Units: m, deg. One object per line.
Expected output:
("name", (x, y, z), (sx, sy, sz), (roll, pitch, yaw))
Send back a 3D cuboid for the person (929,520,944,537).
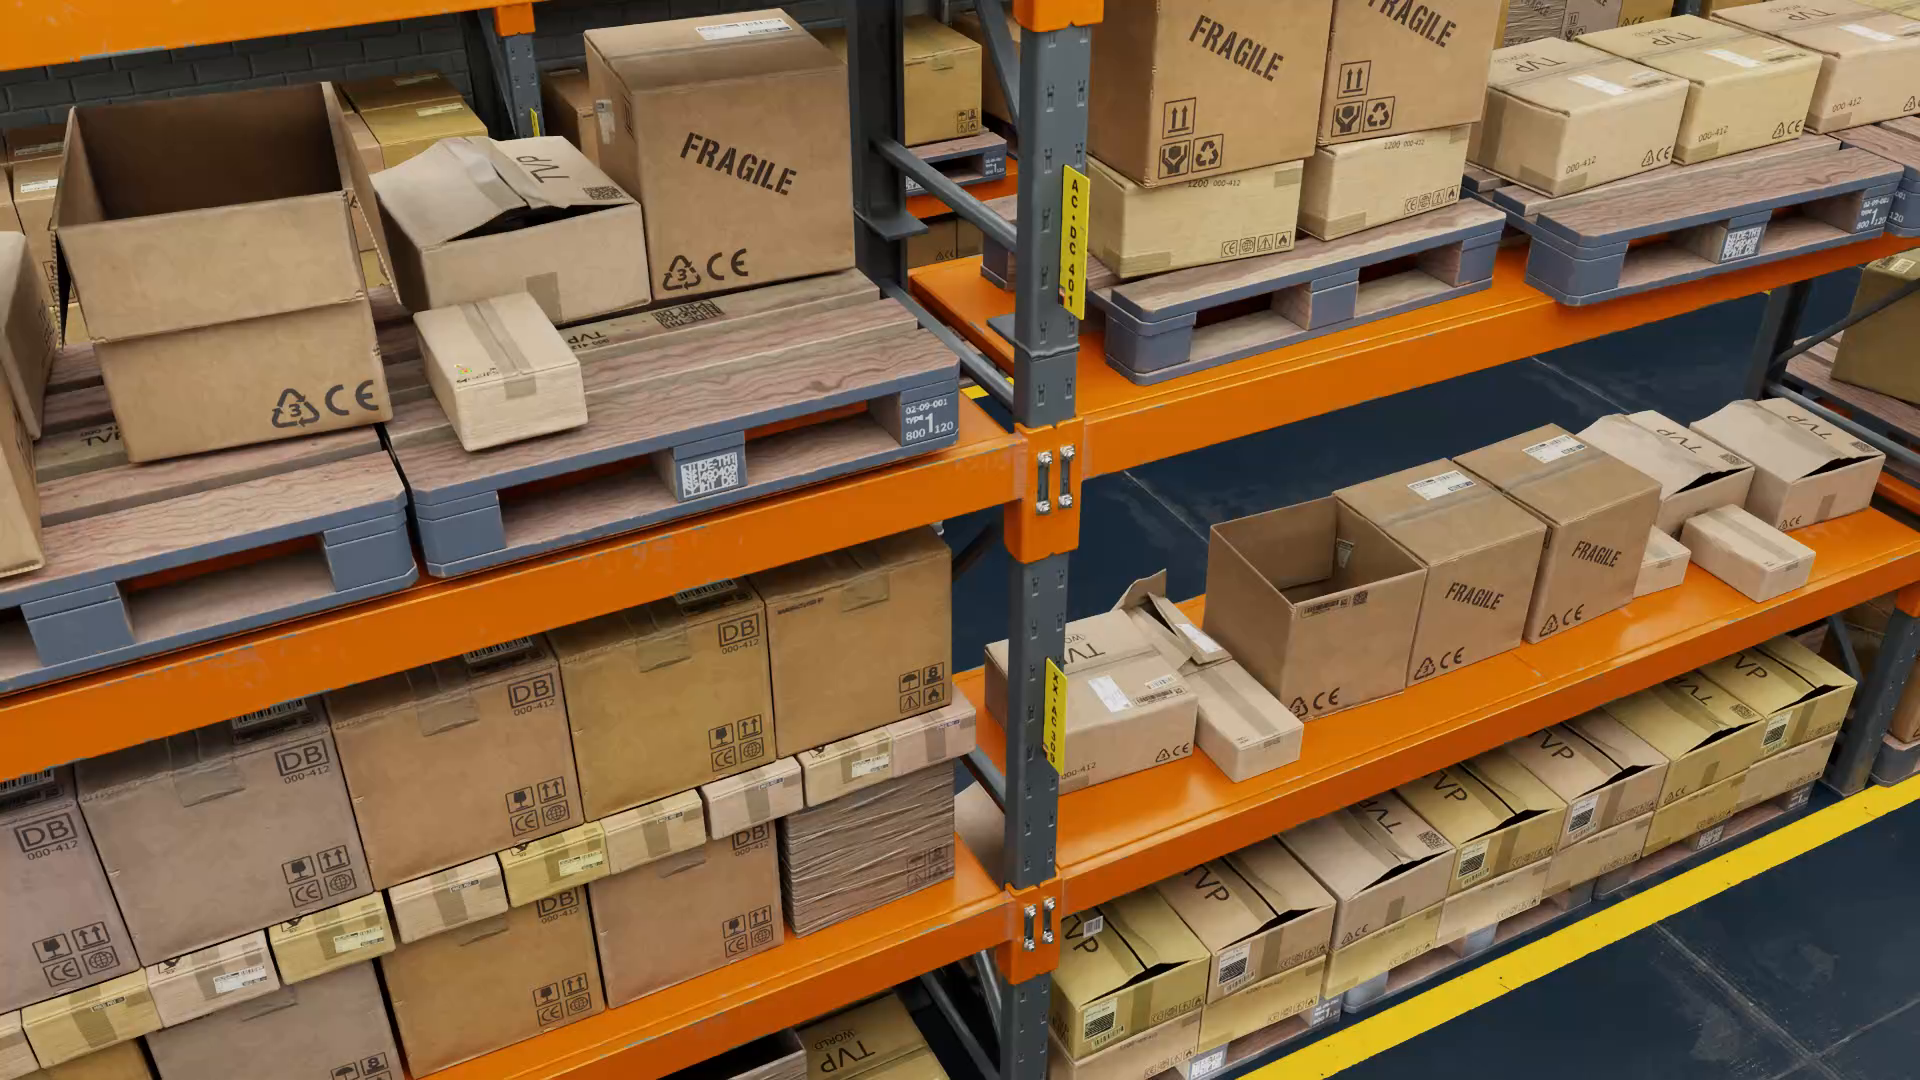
("person", (-0.393, -0.549, 8.563), (0.492, 1.025, 0.951), (-18, 37, -25))
